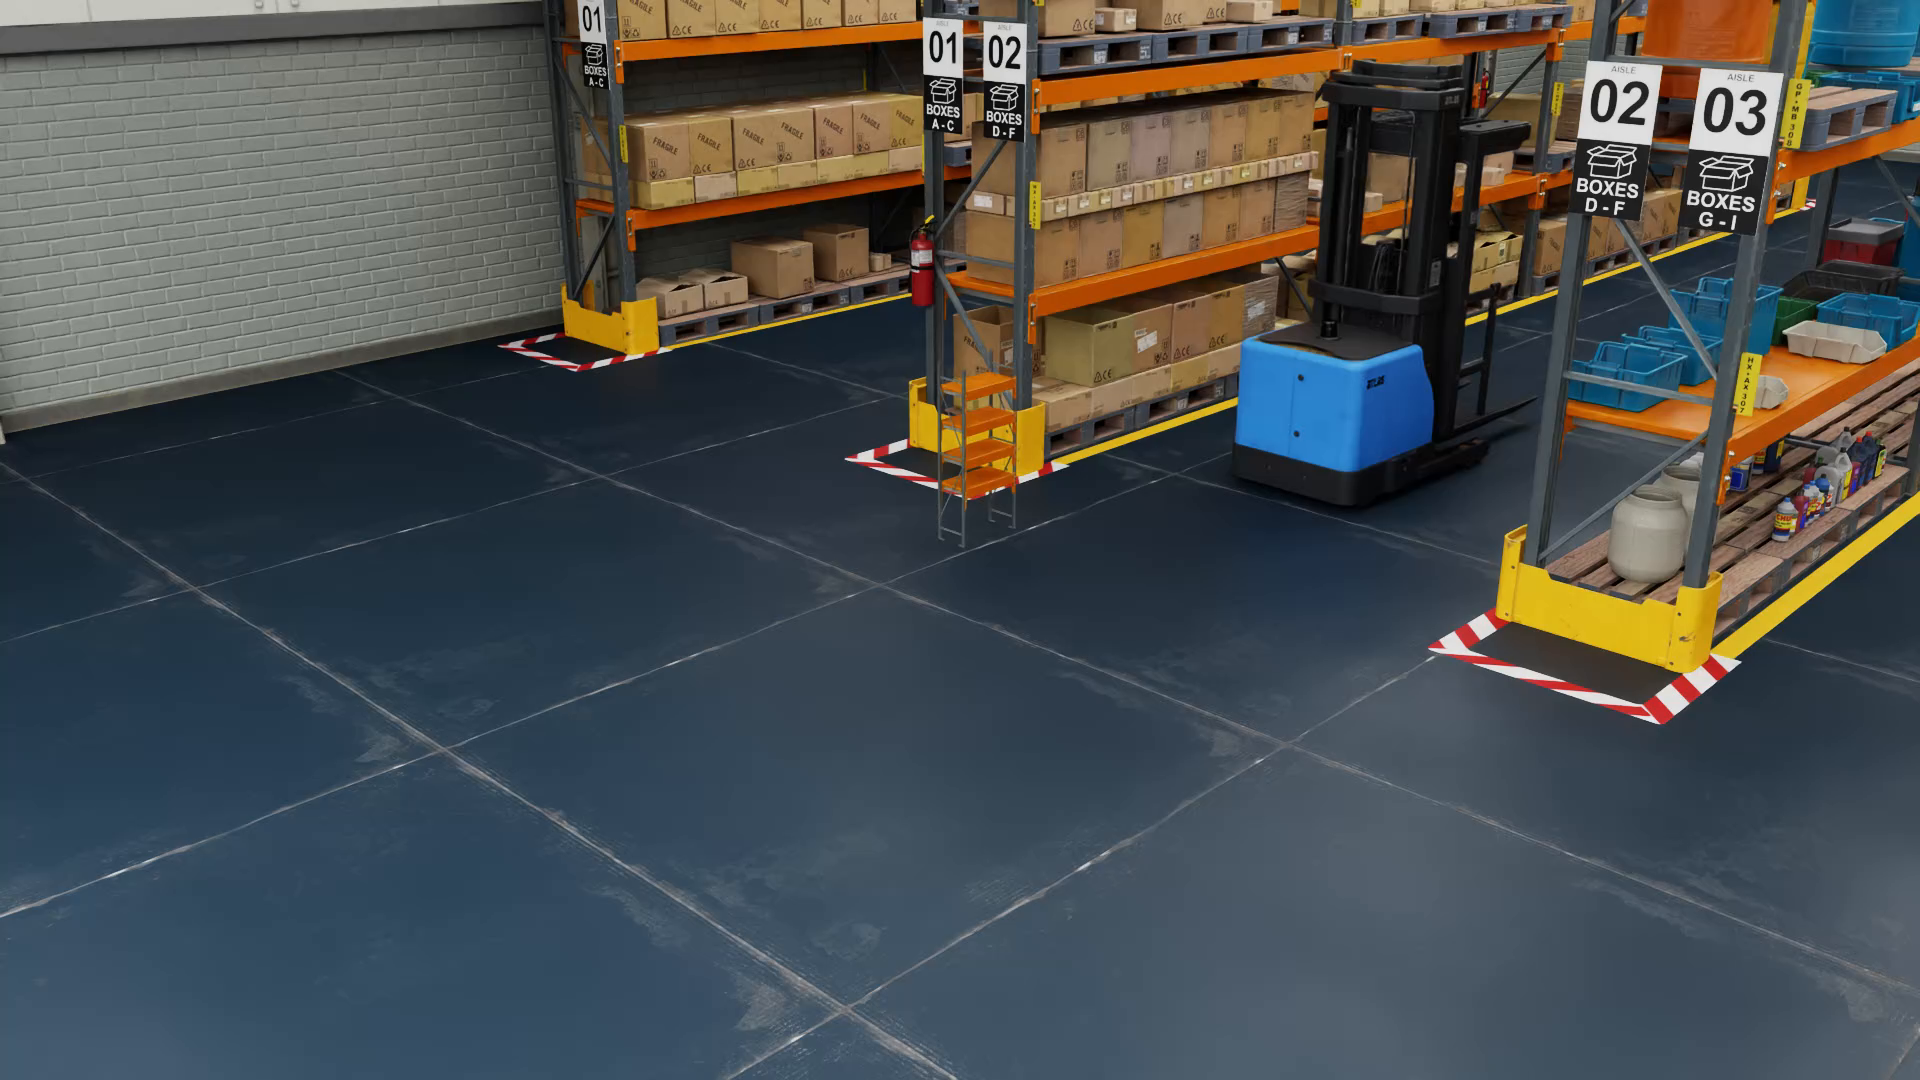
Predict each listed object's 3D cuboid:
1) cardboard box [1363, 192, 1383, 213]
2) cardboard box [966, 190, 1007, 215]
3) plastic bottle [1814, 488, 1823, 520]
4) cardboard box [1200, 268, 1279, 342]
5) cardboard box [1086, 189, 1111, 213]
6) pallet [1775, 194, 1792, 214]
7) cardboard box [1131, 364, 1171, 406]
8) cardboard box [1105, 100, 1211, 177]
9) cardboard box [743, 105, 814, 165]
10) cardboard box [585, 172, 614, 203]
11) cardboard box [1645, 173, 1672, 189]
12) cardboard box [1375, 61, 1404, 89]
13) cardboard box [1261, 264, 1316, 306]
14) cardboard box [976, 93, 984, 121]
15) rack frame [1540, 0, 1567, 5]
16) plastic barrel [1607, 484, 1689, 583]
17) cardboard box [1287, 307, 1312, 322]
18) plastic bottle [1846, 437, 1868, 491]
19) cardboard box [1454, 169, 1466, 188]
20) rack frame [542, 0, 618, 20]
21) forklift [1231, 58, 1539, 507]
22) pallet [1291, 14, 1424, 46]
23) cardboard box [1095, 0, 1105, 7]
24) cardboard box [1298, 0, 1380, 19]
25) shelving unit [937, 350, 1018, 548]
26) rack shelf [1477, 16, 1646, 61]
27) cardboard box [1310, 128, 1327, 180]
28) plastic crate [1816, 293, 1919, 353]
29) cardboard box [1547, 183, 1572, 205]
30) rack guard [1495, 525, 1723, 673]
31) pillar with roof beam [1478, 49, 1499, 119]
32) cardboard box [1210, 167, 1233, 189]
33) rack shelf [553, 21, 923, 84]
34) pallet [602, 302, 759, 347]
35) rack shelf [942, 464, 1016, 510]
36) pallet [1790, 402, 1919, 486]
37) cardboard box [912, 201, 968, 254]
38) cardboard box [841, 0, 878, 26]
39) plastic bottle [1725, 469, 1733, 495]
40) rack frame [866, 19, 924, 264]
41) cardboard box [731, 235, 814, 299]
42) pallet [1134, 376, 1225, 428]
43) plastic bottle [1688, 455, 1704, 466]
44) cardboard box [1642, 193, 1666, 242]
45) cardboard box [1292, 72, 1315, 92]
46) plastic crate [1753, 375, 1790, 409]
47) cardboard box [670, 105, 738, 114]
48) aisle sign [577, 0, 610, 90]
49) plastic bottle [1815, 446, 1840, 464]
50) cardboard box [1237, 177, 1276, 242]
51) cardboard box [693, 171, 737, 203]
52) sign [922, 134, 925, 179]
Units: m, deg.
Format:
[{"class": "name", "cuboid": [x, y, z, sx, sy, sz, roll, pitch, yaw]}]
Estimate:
[{"class": "cardboard box", "cuboid": [3.690, -3.143, 15.421, 0.380, 0.149, 0.250, 19, 28, 41]}, {"class": "cardboard box", "cuboid": [0.265, -2.551, 12.487, 0.380, 0.149, 0.250, 19, 28, 40]}, {"class": "plastic bottle", "cuboid": [5.547, -0.241, 10.809, 0.097, 0.201, 0.097, 0, 21, 0]}, {"class": "cardboard box", "cuboid": [2.401, -2.047, 14.421, 0.500, 0.500, 0.500, 19, 28, 41]}, {"class": "cardboard box", "cuboid": [0.920, -2.584, 12.574, 0.380, 0.149, 0.250, 19, 28, 41]}, {"class": "pallet", "cuboid": [10.688, -4.642, 22.858, 1.003, 0.211, 1.213, 19, 28, 41]}, {"class": "cardboard box", "cuboid": [1.363, -1.308, 13.544, 0.500, 0.250, 0.500, 19, 28, 41]}, {"class": "cardboard box", "cuboid": [1.570, -3.233, 13.358, 0.700, 0.500, 0.500, 19, 28, 41]}, {"class": "cardboard box", "cuboid": [-1.800, -4.023, 16.496, 0.500, 0.500, 0.500, -19, 28, -40]}, {"class": "cardboard box", "cuboid": [-3.230, -3.402, 15.927, 0.500, 0.250, 0.500, -20, 28, -41]}, {"class": "cardboard box", "cuboid": [8.700, -4.396, 21.202, 0.500, 0.500, 0.500, 19, 28, 41]}, {"class": "cardboard box", "cuboid": [5.857, -6.841, 24.273, 0.980, 0.700, 0.700, 18, 28, 39]}, {"class": "cardboard box", "cuboid": [3.002, -2.434, 15.692, 0.500, 0.311, 0.500, 19, 28, 41]}, {"class": "cardboard box", "cuboid": [0.148, -4.839, 18.730, 0.500, 0.500, 0.700, -17, 27, -37]}, {"class": "rack frame", "cuboid": [5.715, -6.912, 16.516, 1.000, 3.000, 0.127, 19, 28, 41]}, {"class": "plastic barrel", "cuboid": [4.085, -0.038, 9.875, 0.421, 0.512, 0.421, 0, 21, 0]}, {"class": "cardboard box", "cuboid": [3.384, -2.038, 15.443, 0.500, 0.250, 0.500, 18, 28, 39]}, {"class": "plastic bottle", "cuboid": [6.095, -0.525, 11.338, 0.144, 0.351, 0.185, 18, 27, 38]}, {"class": "cardboard box", "cuboid": [4.866, -3.653, 16.747, 0.250, 0.149, 0.380, -18, 27, -38]}, {"class": "rack frame", "cuboid": [-3.417, -6.095, 14.389, 1.000, 3.000, 0.127, 19, 28, 41]}, {"class": "forklift", "cuboid": [3.385, -2.036, 12.286, 3.031, 2.935, 1.130, -19, 28, -41]}, {"class": "pallet", "cuboid": [3.531, -4.625, 15.011, 0.805, 0.209, 1.217, 18, 27, 39]}, {"class": "cardboard box", "cuboid": [0.749, -4.009, 12.572, 0.500, 0.250, 0.500, 19, 28, 41]}, {"class": "cardboard box", "cuboid": [3.362, -4.766, 14.736, 0.500, 0.250, 0.500, -17, 27, -37]}, {"class": "shelving unit", "cuboid": [0.115, -0.603, 10.970, 0.258, 1.200, 0.503, 19, 28, 41]}, {"class": "rack shelf", "cuboid": [7.111, -5.690, 18.520, 1.077, 0.370, 4.000, 19, 28, 41]}, {"class": "cardboard box", "cuboid": [4.594, -5.372, 23.281, 0.750, 0.750, 0.750, 20, 28, 41]}, {"class": "plastic crate", "cuboid": [5.894, -1.421, 10.799, 0.499, 0.251, 0.616, 19, 28, 41]}, {"class": "cardboard box", "cuboid": [6.947, -4.079, 19.333, 0.500, 0.250, 0.500, 19, 28, 40]}, {"class": "rack guard", "cuboid": [3.700, 0.321, 9.544, 1.175, 0.500, 0.348, 19, 28, 41]}, {"class": "pillar with roof beam", "cuboid": [12.093, -10.041, 24.655, 9.100, 9.000, 0.400, 19, 28, 41]}, {"class": "cardboard box", "cuboid": [2.002, -2.984, 13.613, 0.250, 0.149, 0.380, -19, 28, -41]}, {"class": "rack shelf", "cuboid": [-2.022, -4.873, 16.393, 1.077, 0.370, 4.000, 19, 28, 41]}, {"class": "pallet", "cuboid": [-2.772, -2.212, 16.536, 1.003, 0.211, 1.213, 19, 28, 41]}, {"class": "rack shelf", "cuboid": [0.115, -0.354, 11.065, 0.258, 0.148, 0.480, 19, 28, 41]}, {"class": "pallet", "cuboid": [6.991, -0.753, 12.740, 1.003, 0.211, 1.213, 19, 28, 41]}, {"class": "cardboard box", "cuboid": [-0.125, -3.555, 19.013, 0.500, 0.500, 0.700, -19, 28, -40]}, {"class": "cardboard box", "cuboid": [-1.164, -5.460, 16.752, 0.500, 0.500, 0.500, 16, 26, 36]}, {"class": "plastic bottle", "cuboid": [5.170, -0.414, 11.258, 0.097, 0.201, 0.097, 0, 21, 0]}, {"class": "rack frame", "cuboid": [-0.627, -4.323, 18.140, 1.000, 3.000, 0.127, 19, 28, 41]}, {"class": "cardboard box", "cuboid": [-1.925, -2.811, 17.078, 0.700, 0.500, 0.500, 17, 27, 37]}, {"class": "pallet", "cuboid": [1.489, -1.273, 14.093, 1.003, 0.211, 1.213, 19, 28, 41]}, {"class": "plastic bottle", "cuboid": [4.940, -0.424, 11.181, 0.152, 0.276, 0.135, 18, 28, 39]}, {"class": "cardboard box", "cuboid": [8.016, -3.855, 19.795, 0.500, 0.500, 0.500, 19, 28, 41]}, {"class": "cardboard box", "cuboid": [4.464, -6.259, 22.595, 0.500, 0.500, 0.500, 20, 28, 41]}, {"class": "plastic crate", "cuboid": [4.536, -0.841, 9.450, 0.298, 0.136, 0.250, 19, 28, 41]}, {"class": "cardboard box", "cuboid": [-2.525, -4.019, 16.486, 0.500, 0.500, 0.500, 18, 28, 39]}, {"class": "aisle sign", "cuboid": [-3.252, -4.414, 14.755, 0.394, 0.787, 0.004, 19, 28, 41]}, {"class": "plastic bottle", "cuboid": [5.971, -0.521, 11.432, 0.152, 0.276, 0.135, 19, 28, 41]}, {"class": "cardboard box", "cuboid": [2.257, -2.878, 14.241, 0.700, 0.500, 0.500, 19, 28, 40]}, {"class": "cardboard box", "cuboid": [-2.497, -3.417, 15.964, 0.500, 0.250, 0.500, 18, 28, 39]}, {"class": "sign", "cuboid": [-0.244, -2.846, 12.354, 0.100, 0.325, 0.005, 19, 28, 41]}]
